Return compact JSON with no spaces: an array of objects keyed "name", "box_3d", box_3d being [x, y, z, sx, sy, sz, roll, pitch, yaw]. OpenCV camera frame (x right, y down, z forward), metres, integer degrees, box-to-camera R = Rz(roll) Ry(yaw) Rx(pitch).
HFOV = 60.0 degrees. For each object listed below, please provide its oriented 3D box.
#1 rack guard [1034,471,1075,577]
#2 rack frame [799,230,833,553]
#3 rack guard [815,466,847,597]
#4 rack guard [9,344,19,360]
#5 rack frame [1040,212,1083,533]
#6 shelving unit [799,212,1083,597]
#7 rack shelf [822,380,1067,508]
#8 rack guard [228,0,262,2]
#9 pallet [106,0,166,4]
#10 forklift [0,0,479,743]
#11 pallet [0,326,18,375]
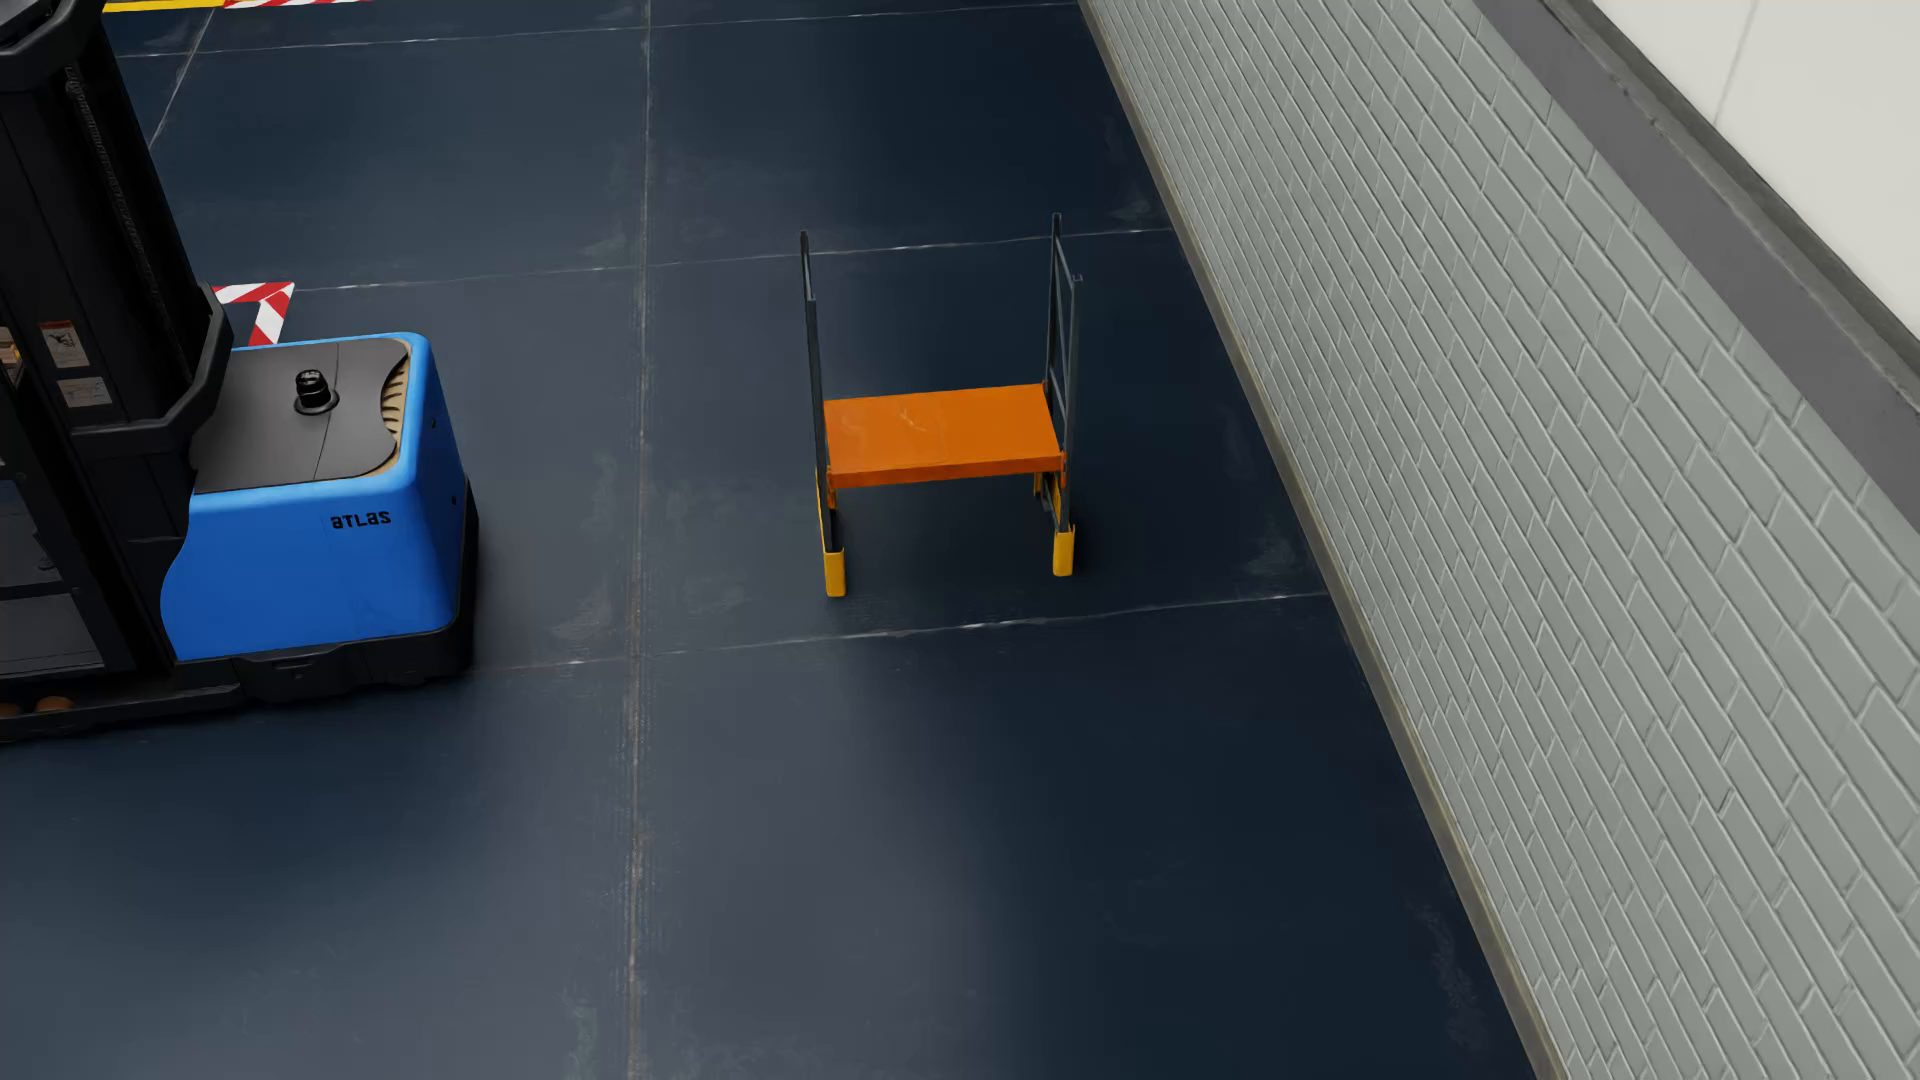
[{"name":"rack guard","box_3d":[0.418,-0.129,7.422,0.087,0.250,0.587,-5,42,-6]},{"name":"rack frame","box_3d":[-0.589,-0.505,6.906,0.032,1.500,0.500,-5,42,-6]},{"name":"rack guard","box_3d":[-0.569,-0.043,7.326,0.087,0.250,0.587,-5,42,-6]},{"name":"rack guard","box_3d":[-4.311,-1.079,8.288,0.348,0.500,1.175,-5,42,-6]},{"name":"rack frame","box_3d":[0.419,-0.594,7.004,0.032,1.500,0.500,-5,42,-6]},{"name":"shelving unit","box_3d":[-0.076,-0.550,6.955,1.083,1.500,0.587,-5,42,-6]},{"name":"rack shelf","box_3d":[-0.085,-0.416,7.075,1.000,0.185,0.538,-5,42,-6]},{"name":"rack guard","box_3d":[-5.047,-4.352,11.916,0.348,0.500,1.175,-5,42,-6]},{"name":"pallet","box_3d":[-5.837,-4.174,11.936,1.213,0.211,1.003,-5,42,-6]},{"name":"forklift","box_3d":[-3.577,-0.671,6.020,3.031,2.935,1.130,-7,42,-7]},{"name":"pallet","box_3d":[-5.156,-0.915,8.322,1.213,0.211,1.003,-5,42,-6]}]
